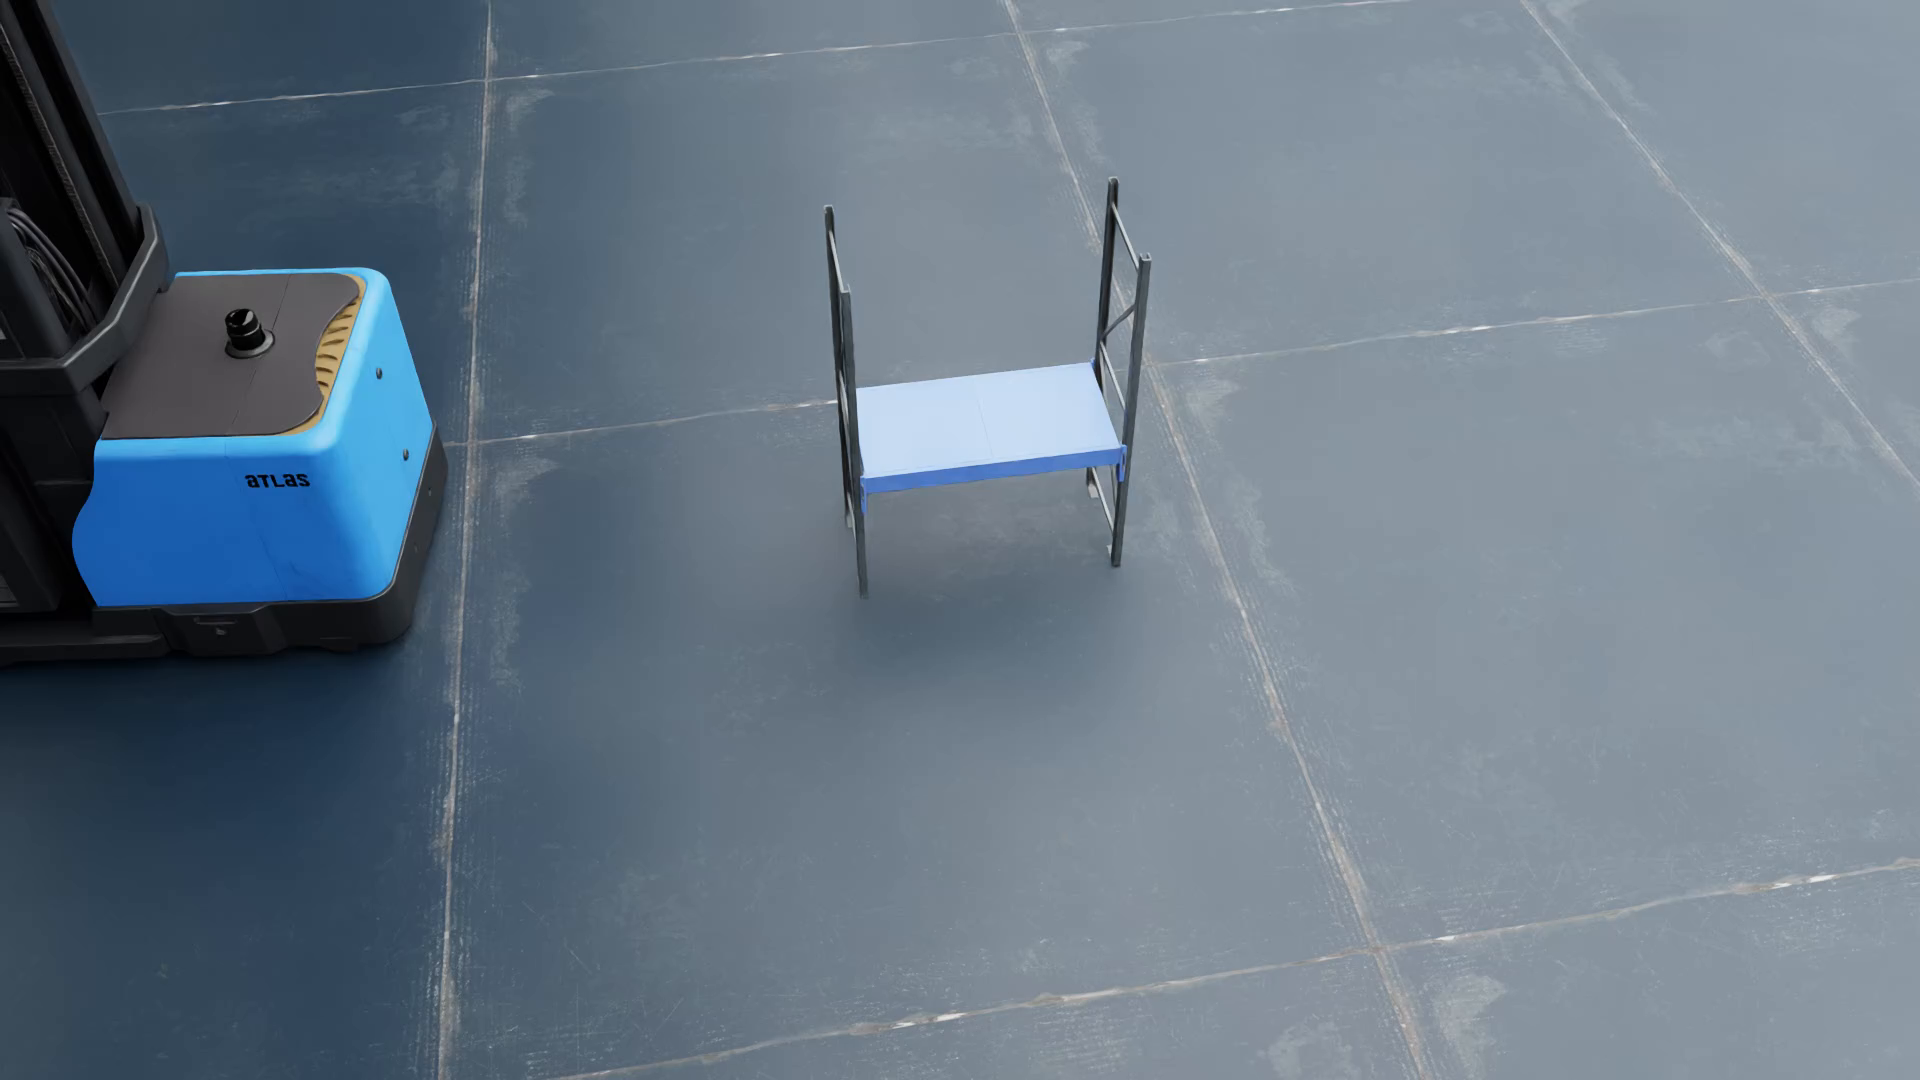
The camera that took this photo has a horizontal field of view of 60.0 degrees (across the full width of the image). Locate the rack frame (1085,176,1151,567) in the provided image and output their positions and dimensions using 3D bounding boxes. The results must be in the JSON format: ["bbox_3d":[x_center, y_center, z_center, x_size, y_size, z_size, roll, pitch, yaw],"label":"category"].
[{"bbox_3d":[0.585,-0.593,6.280,0.032,1.500,0.500,-7,46,-7],"label":"rack frame"}]

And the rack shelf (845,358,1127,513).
[{"bbox_3d":[0.084,-0.406,6.350,1.000,0.185,0.538,-7,46,-7],"label":"rack shelf"}]

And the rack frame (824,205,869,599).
[{"bbox_3d":[-0.417,-0.468,6.160,0.032,1.500,0.500,-7,46,-7],"label":"rack frame"}]

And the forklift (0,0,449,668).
[{"bbox_3d":[-3.628,-0.913,5.594,3.031,2.935,1.130,-2,46,-2],"label":"forklift"}]

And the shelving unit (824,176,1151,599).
[{"bbox_3d":[0.084,-0.531,6.220,1.048,1.500,0.538,-7,46,-7],"label":"shelving unit"}]
